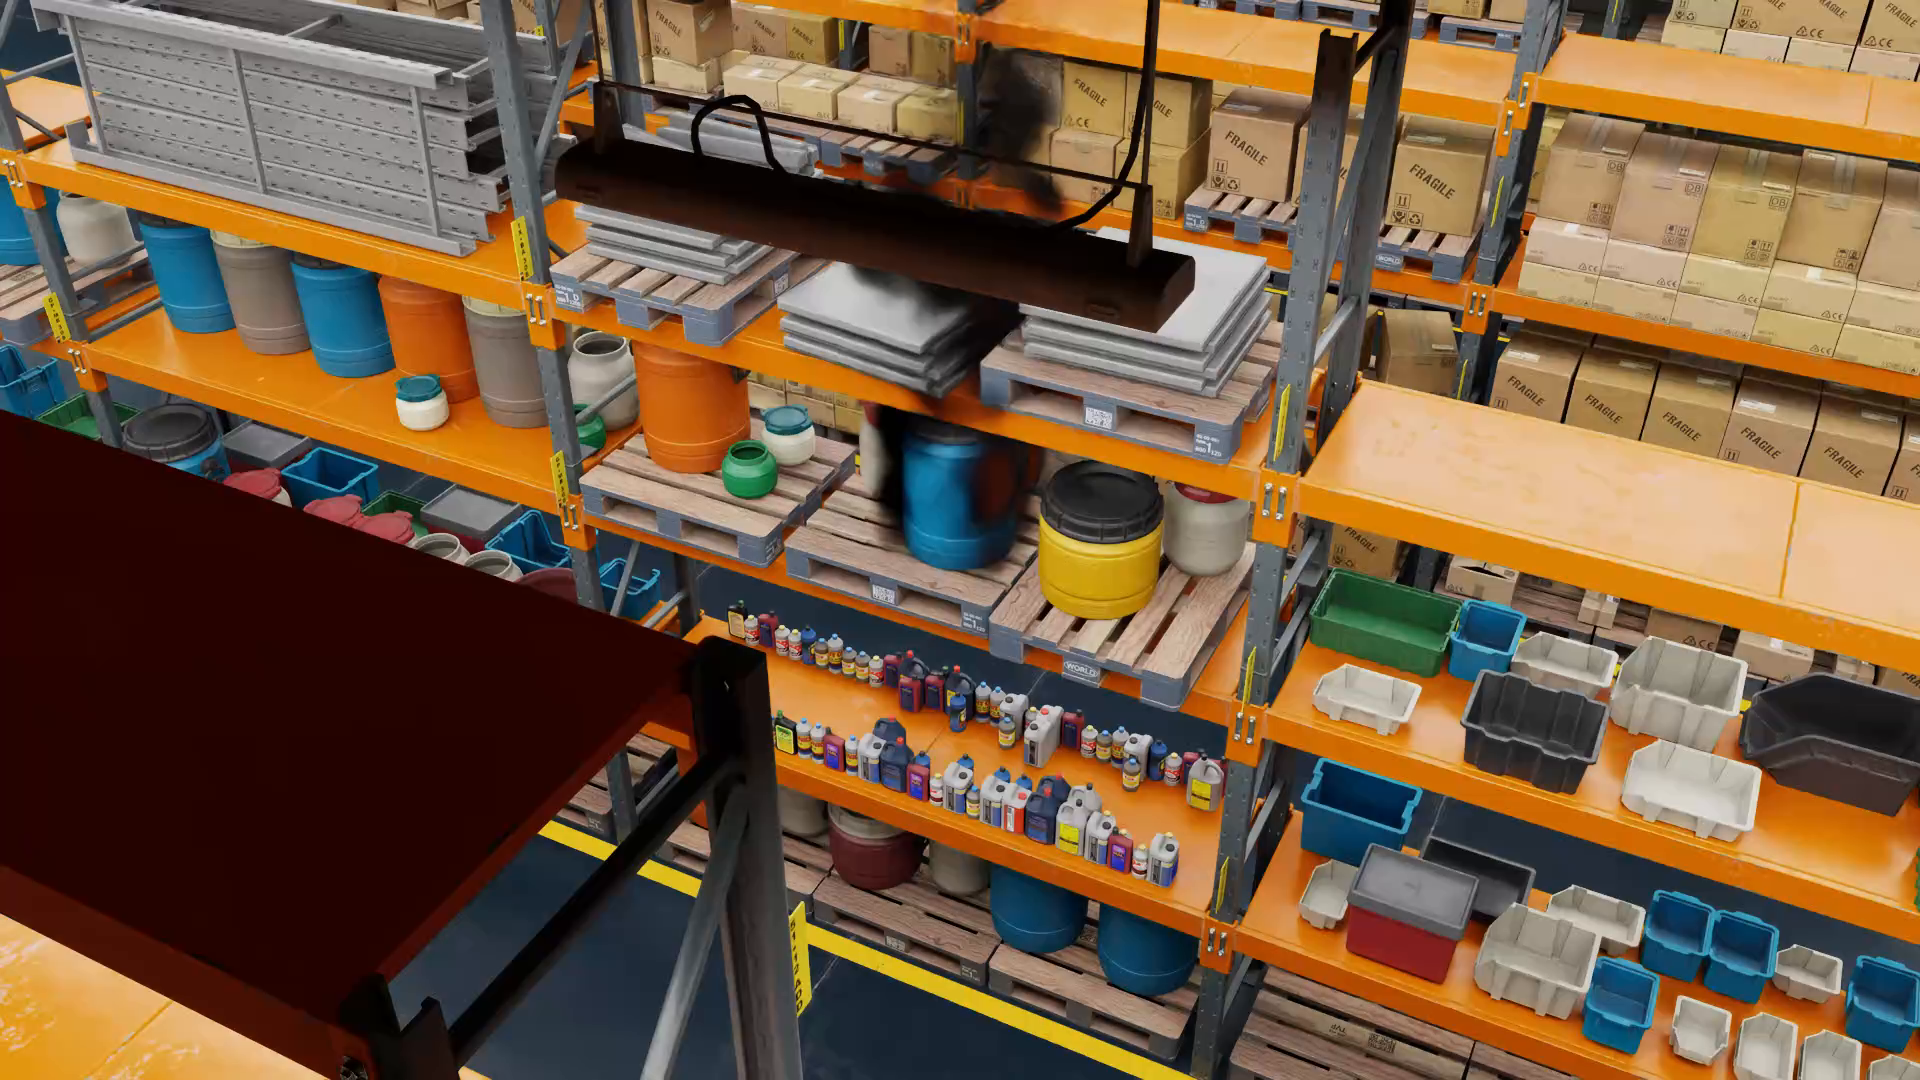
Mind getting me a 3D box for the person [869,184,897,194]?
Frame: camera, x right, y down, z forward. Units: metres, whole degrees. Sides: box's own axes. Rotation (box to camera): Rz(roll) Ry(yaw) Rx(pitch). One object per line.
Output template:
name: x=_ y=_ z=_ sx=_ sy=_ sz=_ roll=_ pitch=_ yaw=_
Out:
person: x=-0.697 y=-2.769 z=16.380 sx=1.090 sy=1.706 sz=0.545 roll=14 pitch=37 yaw=19
